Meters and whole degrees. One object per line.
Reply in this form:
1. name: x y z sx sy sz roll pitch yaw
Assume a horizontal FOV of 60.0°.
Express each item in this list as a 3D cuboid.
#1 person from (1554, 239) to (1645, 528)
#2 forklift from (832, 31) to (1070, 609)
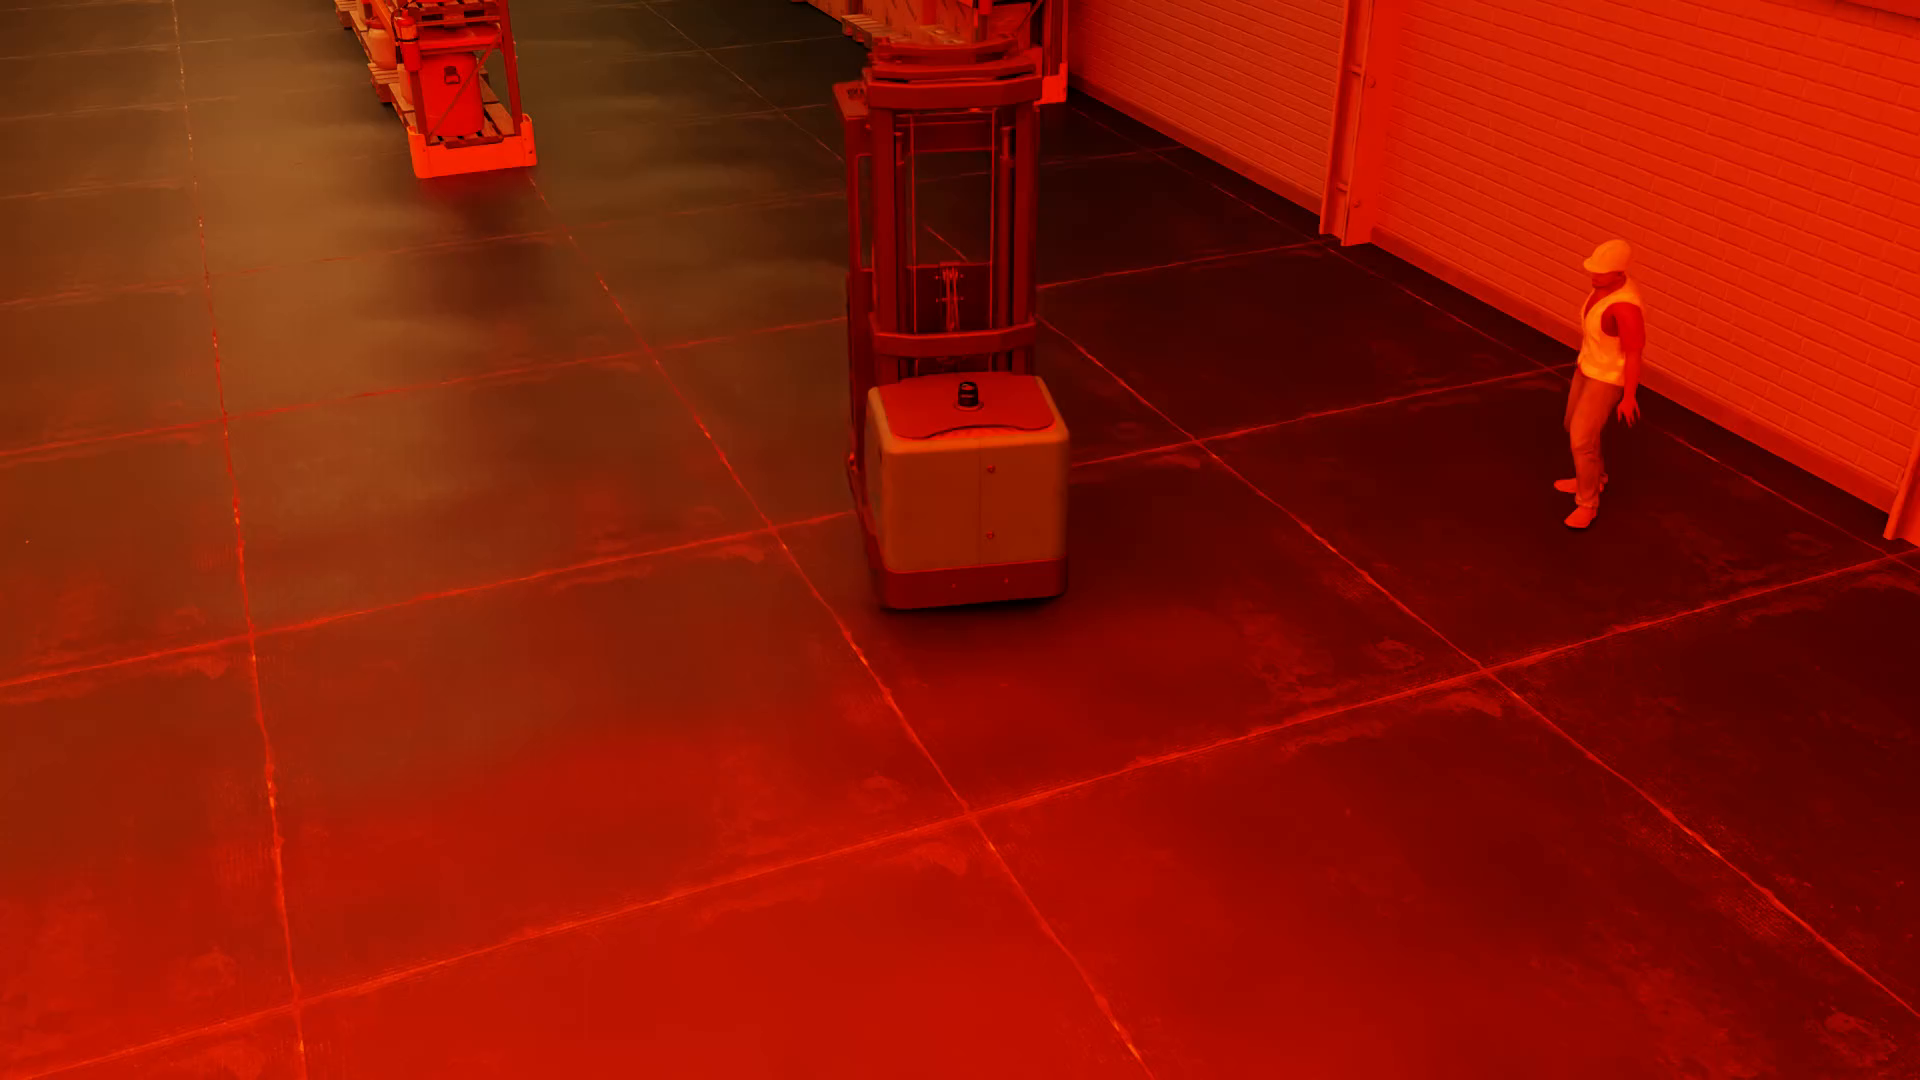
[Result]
1. person: 3.881 -1.010 10.111 0.470 1.731 0.890 2 30 4
2. forklift: -0.143 -1.599 9.917 1.130 2.935 3.031 -5 30 -8
